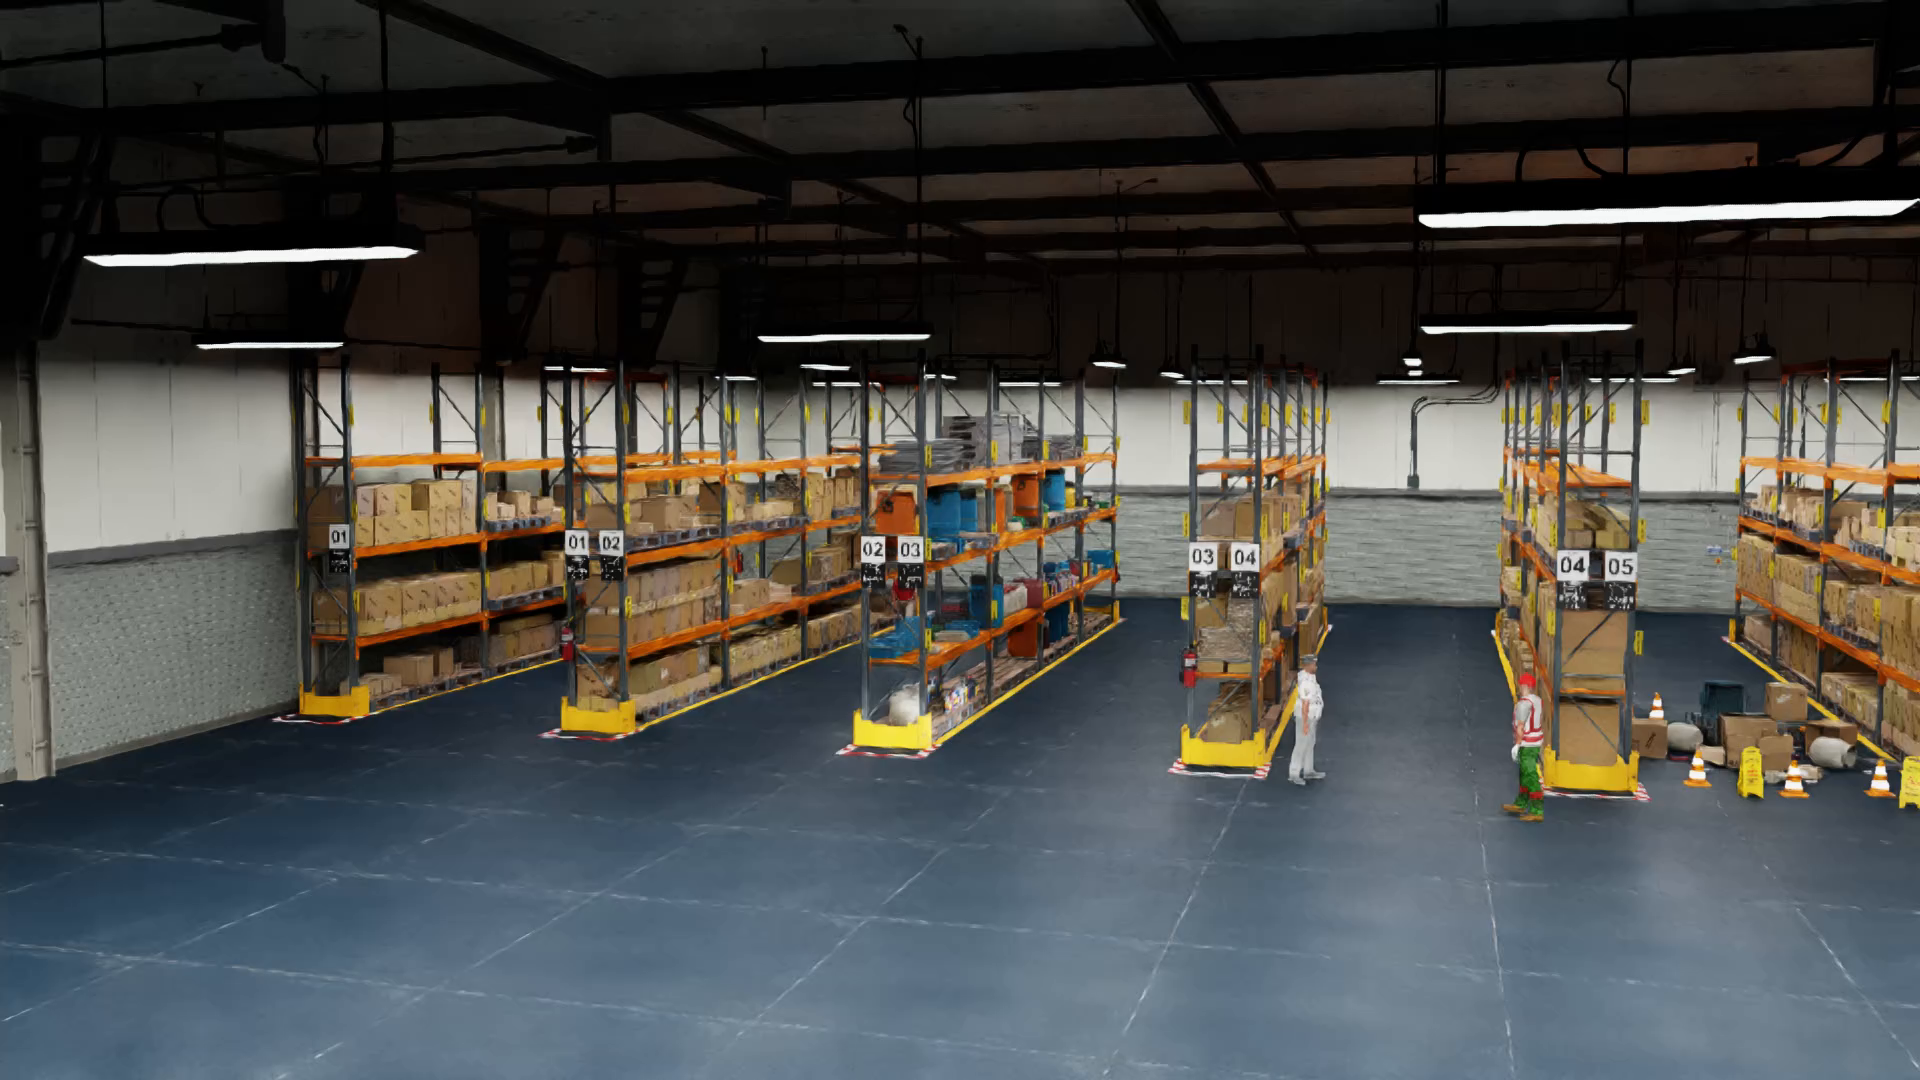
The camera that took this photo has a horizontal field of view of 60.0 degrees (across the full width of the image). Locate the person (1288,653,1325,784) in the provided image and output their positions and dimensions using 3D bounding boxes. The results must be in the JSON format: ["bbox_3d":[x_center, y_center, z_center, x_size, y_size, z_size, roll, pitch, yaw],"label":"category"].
[{"bbox_3d":[4.756,2.417,22.718,0.514,1.747,0.725,1,4,9],"label":"person"}]

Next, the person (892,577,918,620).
[{"bbox_3d":[-1.246,1.403,36.823,0.543,1.628,1.116,1,4,13],"label":"person"}]

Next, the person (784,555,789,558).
[{"bbox_3d":[-4.123,1.198,39.345,0.577,1.690,1.121,1,5,18],"label":"person"}]

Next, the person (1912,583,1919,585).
[{"bbox_3d":[20.991,1.468,36.296,0.481,1.654,0.670,-1,4,-10],"label":"person"}]

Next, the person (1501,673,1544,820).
[{"bbox_3d":[7.029,2.543,20.716,0.594,1.785,0.670,3,5,35],"label":"person"}]
